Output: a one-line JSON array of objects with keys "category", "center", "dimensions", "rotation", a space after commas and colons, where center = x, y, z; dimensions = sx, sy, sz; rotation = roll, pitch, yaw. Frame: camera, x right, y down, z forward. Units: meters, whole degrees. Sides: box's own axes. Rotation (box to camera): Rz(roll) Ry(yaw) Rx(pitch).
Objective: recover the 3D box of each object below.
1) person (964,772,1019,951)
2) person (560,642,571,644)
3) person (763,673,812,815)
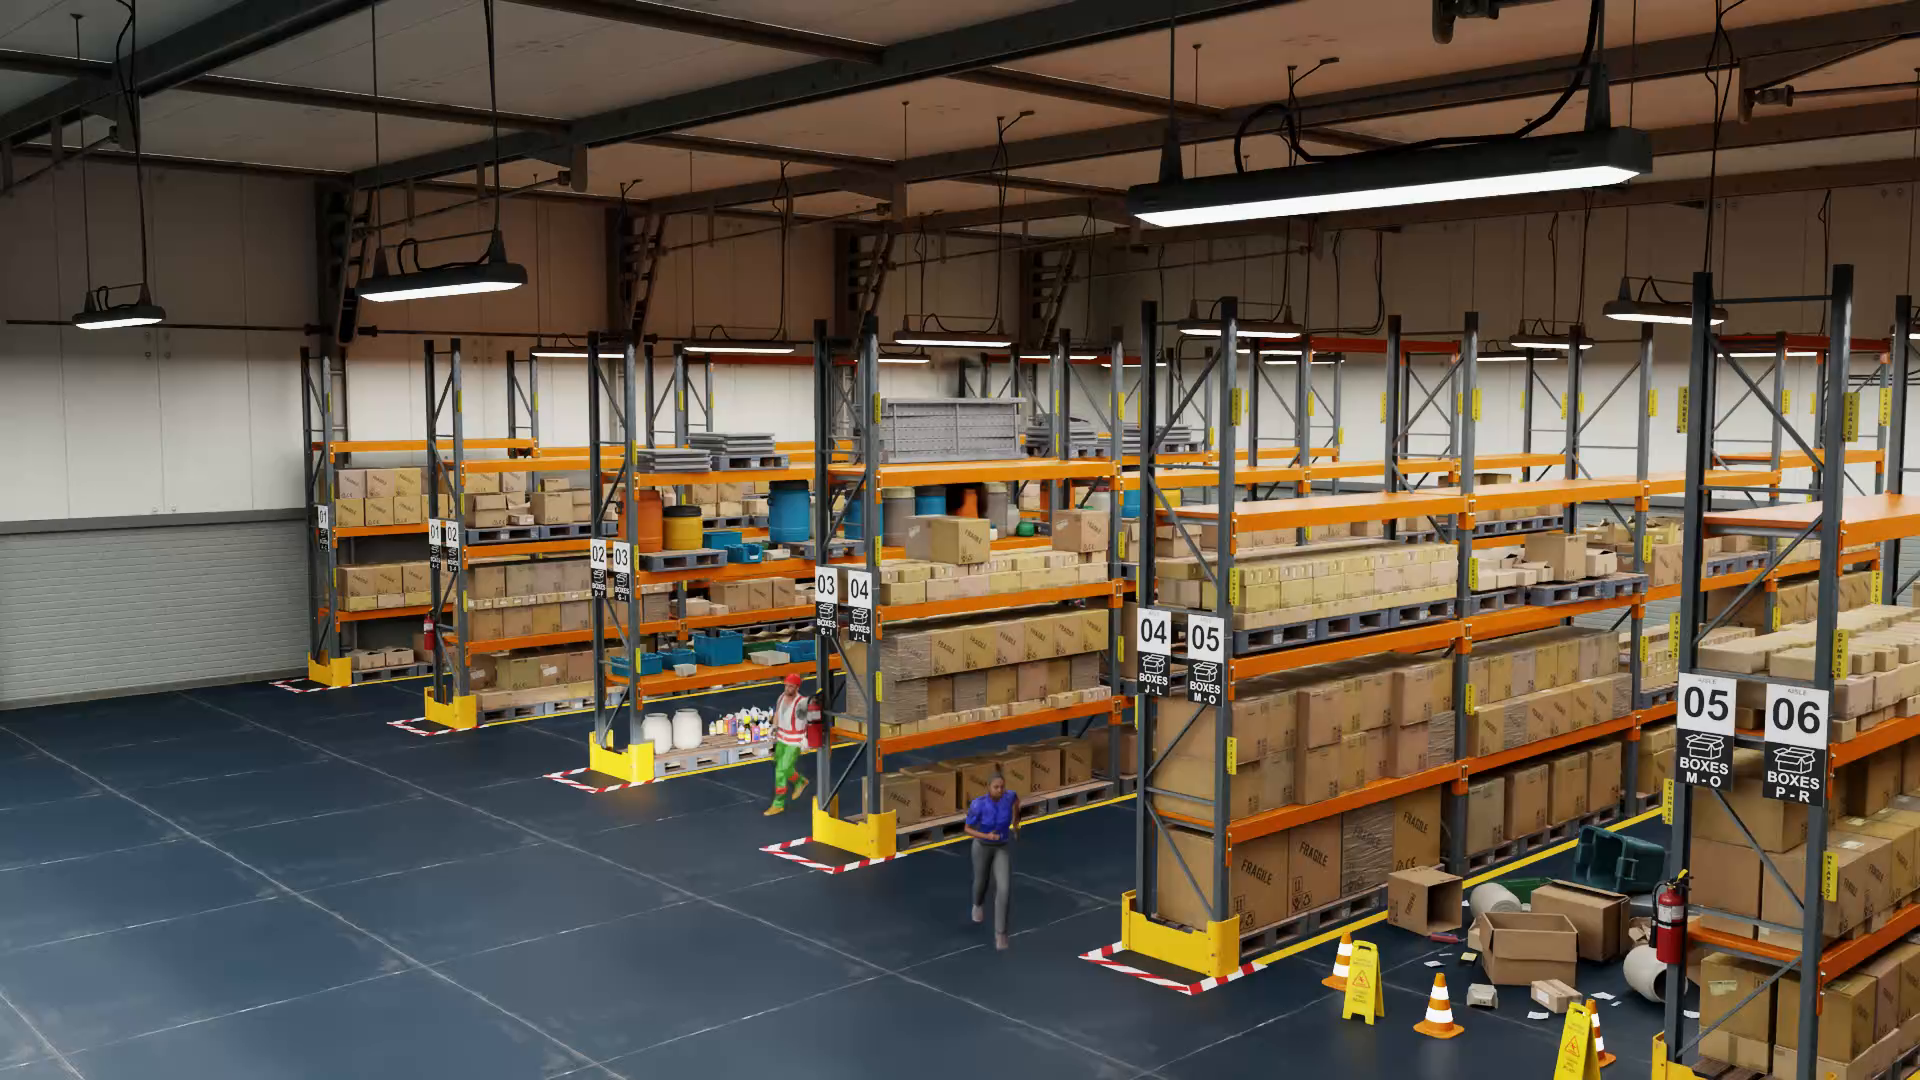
[{"category": "person", "center": [0.294, 2.988, 15.809], "dimensions": [0.607, 1.684, 0.938], "rotation": [-1, 5, -15]}, {"category": "person", "center": [-6.968, 1.750, 29.341], "dimensions": [0.550, 1.736, 0.800], "rotation": [4, 7, 40]}, {"category": "person", "center": [-2.004, 2.499, 20.531], "dimensions": [0.719, 1.765, 0.788], "rotation": [4, 7, 40]}]
